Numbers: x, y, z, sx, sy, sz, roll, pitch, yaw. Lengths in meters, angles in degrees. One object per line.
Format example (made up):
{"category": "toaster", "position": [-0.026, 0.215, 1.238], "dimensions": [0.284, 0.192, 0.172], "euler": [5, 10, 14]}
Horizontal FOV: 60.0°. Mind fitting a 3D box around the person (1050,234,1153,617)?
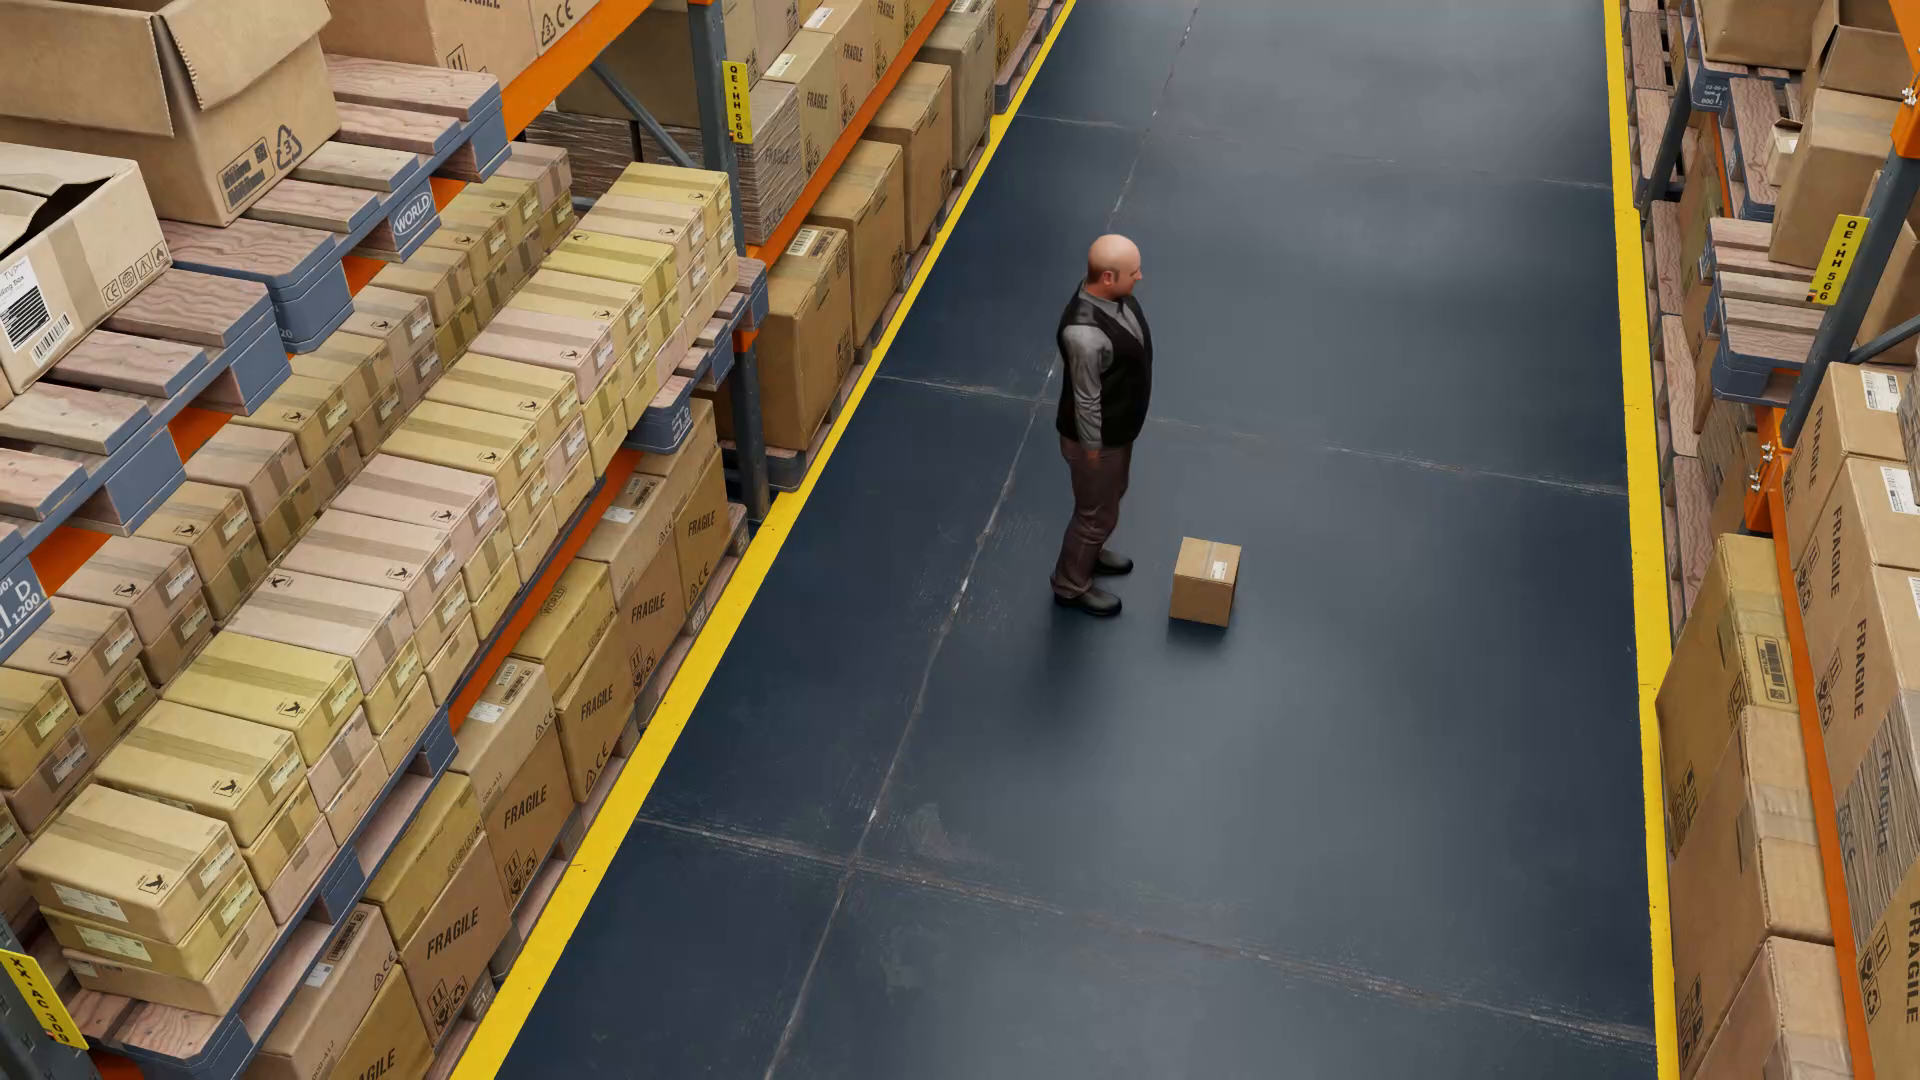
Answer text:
{"category": "person", "position": [0.577, -0.473, 6.733], "dimensions": [0.358, 1.714, 0.533], "euler": [11, 42, 12]}
